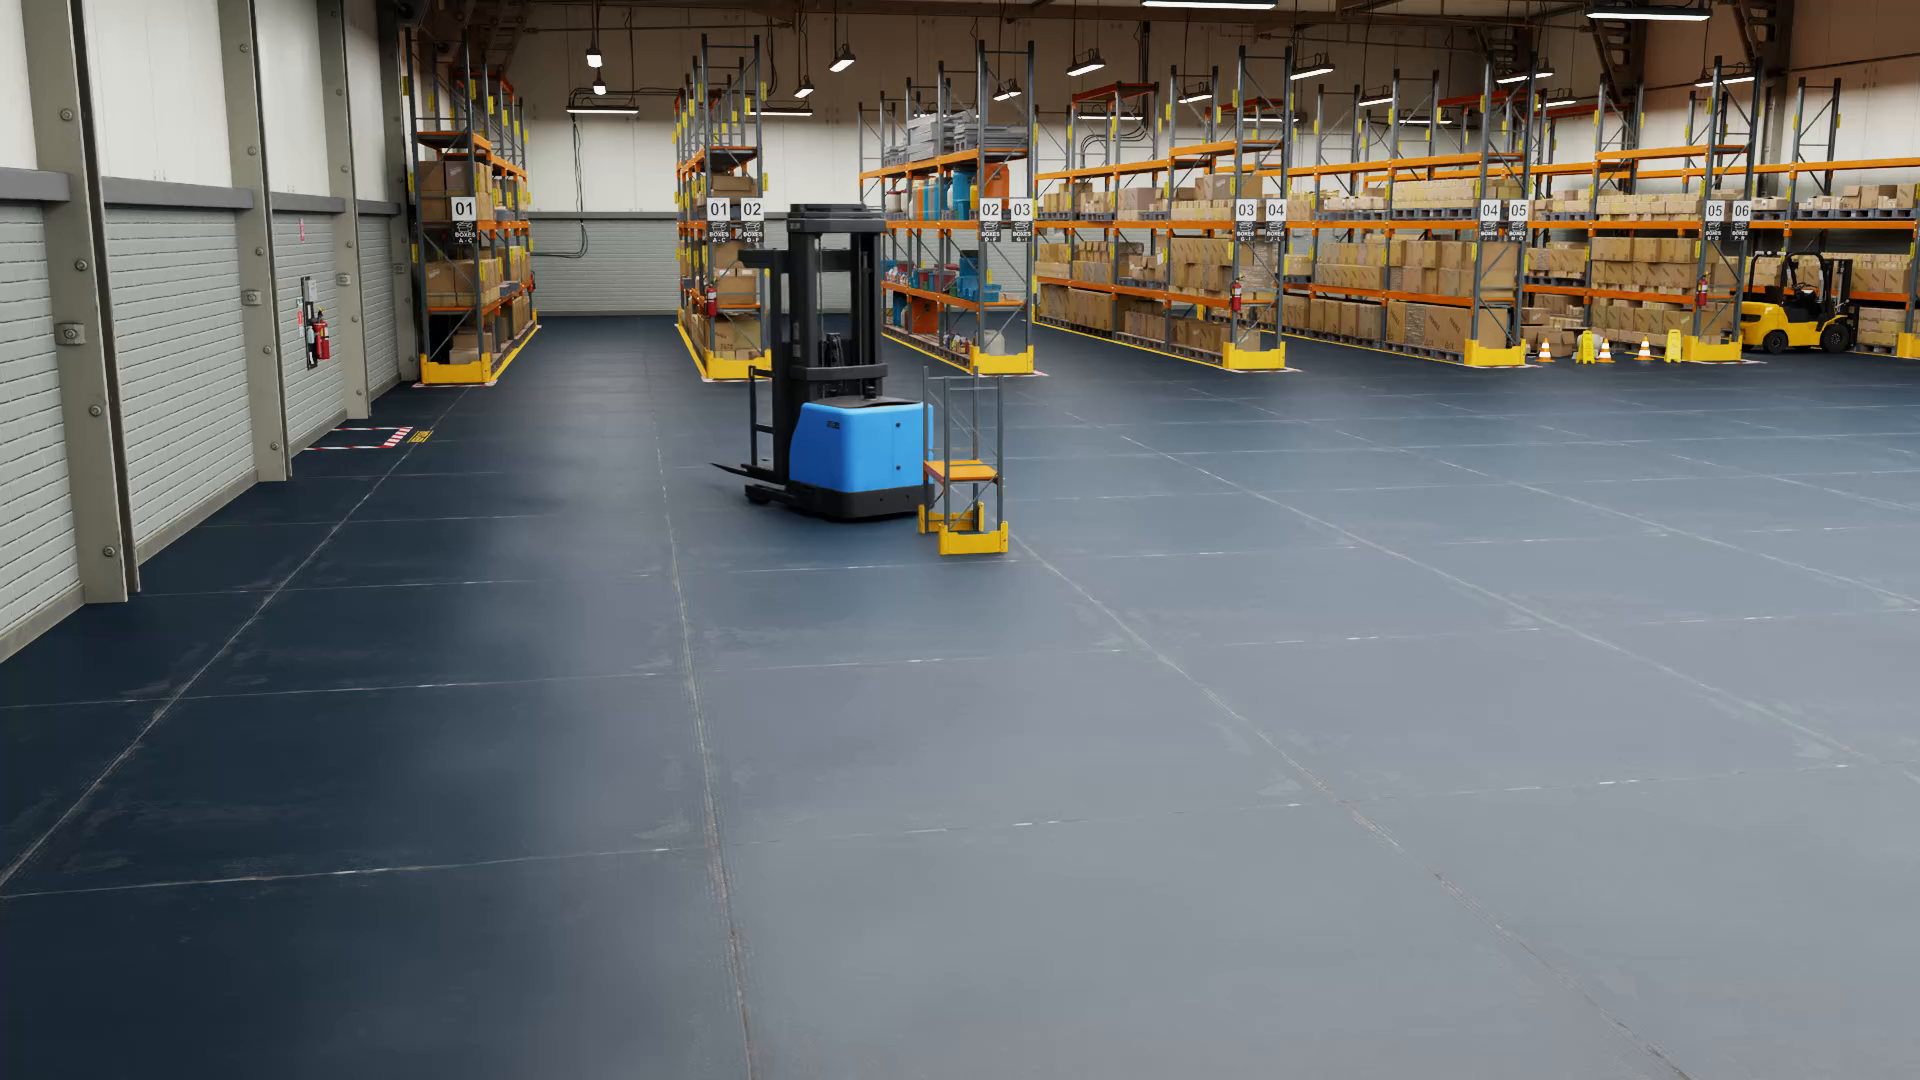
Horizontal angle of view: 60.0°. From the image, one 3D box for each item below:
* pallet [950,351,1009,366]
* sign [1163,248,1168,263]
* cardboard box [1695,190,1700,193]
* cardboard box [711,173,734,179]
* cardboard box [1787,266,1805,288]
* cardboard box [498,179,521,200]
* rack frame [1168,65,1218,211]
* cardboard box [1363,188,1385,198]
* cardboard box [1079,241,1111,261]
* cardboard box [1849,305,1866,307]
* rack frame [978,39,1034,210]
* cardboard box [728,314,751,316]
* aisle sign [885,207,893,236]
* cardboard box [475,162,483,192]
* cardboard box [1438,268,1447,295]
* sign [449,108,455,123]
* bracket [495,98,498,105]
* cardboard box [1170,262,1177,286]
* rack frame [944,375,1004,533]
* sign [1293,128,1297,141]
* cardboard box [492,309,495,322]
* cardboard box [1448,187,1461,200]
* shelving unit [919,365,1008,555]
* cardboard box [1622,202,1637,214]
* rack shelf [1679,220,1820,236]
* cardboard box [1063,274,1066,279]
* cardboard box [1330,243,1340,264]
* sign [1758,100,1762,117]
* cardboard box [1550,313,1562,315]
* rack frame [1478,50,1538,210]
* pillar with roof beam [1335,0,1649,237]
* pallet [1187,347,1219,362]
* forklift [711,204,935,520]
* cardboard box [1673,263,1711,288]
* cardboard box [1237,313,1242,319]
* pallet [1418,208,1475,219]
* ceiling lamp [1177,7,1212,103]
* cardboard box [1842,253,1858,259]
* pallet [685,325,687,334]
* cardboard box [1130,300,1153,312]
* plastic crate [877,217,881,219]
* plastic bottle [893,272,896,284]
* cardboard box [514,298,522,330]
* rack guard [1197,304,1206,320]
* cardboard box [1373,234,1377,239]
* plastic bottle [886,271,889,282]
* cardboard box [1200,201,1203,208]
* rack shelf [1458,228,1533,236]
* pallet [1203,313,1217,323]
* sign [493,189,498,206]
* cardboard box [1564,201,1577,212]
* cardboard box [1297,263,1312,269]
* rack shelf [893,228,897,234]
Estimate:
[{"bbox_3d":[0.393,-3.627,33.188,1.003,0.211,1.213,-2,11,-11],"label":"pallet"},{"bbox_3d":[4.377,-6.074,35.489,0.100,0.325,0.005,-2,11,-11],"label":"sign"},{"bbox_3d":[18.634,-8.438,41.324,0.500,0.500,0.500,-2,11,-11],"label":"cardboard box"},{"bbox_3d":[-4.878,-7.256,34.044,0.500,0.500,0.500,-2,11,-10],"label":"cardboard box"},{"bbox_3d":[19.340,-6.026,38.066,0.500,0.500,0.500,-2,11,-13],"label":"cardboard box"},{"bbox_3d":[-11.075,-8.617,40.932,0.500,0.500,0.500,-2,11,-12],"label":"cardboard box"},{"bbox_3d":[4.921,-8.473,35.146,1.000,3.000,0.127,-2,11,-11],"label":"rack frame"},{"bbox_3d":[9.640,-7.891,38.452,0.500,0.500,0.500,-2,11,-11],"label":"cardboard box"},{"bbox_3d":[3.497,-7.418,42.699,0.797,0.503,0.637,-2,11,-12],"label":"cardboard box"},{"bbox_3d":[19.588,-5.033,36.672,0.500,0.250,0.500,-2,11,-12],"label":"cardboard box"},{"bbox_3d":[0.840,-7.559,30.345,1.000,3.000,0.127,-2,11,-11],"label":"rack frame"},{"bbox_3d":[-4.407,-4.221,33.077,0.500,0.500,0.500,-2,11,-11],"label":"cardboard box"},{"bbox_3d":[-1.998,-8.848,46.206,0.394,0.787,0.004,-2,11,-11],"label":"aisle sign"},{"bbox_3d":[-8.762,-6.449,29.539,0.500,0.500,0.500,-2,11,-12],"label":"cardboard box"},{"bbox_3d":[10.353,-5.302,34.127,0.875,0.550,0.550,-2,11,-11],"label":"cardboard box"},{"bbox_3d":[-10.977,-9.182,35.950,0.100,0.325,0.005,-2,11,-11],"label":"sign"},{"bbox_3d":[-13.556,-12.889,48.722,0.235,0.232,0.430,-2,11,-11],"label":"bracket"},{"bbox_3d":[4.948,-5.636,35.225,0.875,0.500,0.500,-2,11,-11],"label":"cardboard box"},{"bbox_3d":[0.115,-0.628,13.984,0.500,1.500,0.032,-2,11,-11],"label":"rack frame"},{"bbox_3d":[8.793,-10.660,43.715,0.100,0.325,0.005,-2,11,-11],"label":"sign"},{"bbox_3d":[-10.088,-4.745,35.105,0.500,0.250,0.500,-2,11,-11],"label":"cardboard box"},{"bbox_3d":[10.118,-6.927,33.261,0.500,0.250,0.500,-2,11,-11],"label":"cardboard box"},{"bbox_3d":[0.015,-0.723,14.483,0.587,1.500,1.083,-2,11,-11],"label":"shelving unit"},{"bbox_3d":[14.653,-7.155,35.850,0.500,0.250,0.500,-2,11,-10],"label":"cardboard box"},{"bbox_3d":[19.121,-7.554,40.267,1.077,0.370,4.000,-2,11,-11],"label":"rack shelf"},{"bbox_3d":[2.934,-6.961,43.919,0.380,0.149,0.250,-2,11,-10],"label":"cardboard box"},{"bbox_3d":[9.205,-6.786,39.387,0.700,0.500,0.500,-2,11,-12],"label":"cardboard box"},{"bbox_3d":[15.952,-8.617,33.194,0.100,0.325,0.005,-2,11,-11],"label":"sign"},{"bbox_3d":[14.115,-5.296,40.406,0.950,0.372,0.625,-2,11,-12],"label":"cardboard box"},{"bbox_3d":[10.584,-7.901,32.142,1.000,3.000,0.127,-2,11,-11],"label":"rack frame"},{"bbox_3d":[14.480,-10.486,45.721,9.100,9.000,0.548,-2,11,-11],"label":"pillar with roof beam"},{"bbox_3d":[5.327,-3.810,34.149,1.003,0.211,1.213,-2,11,-11],"label":"pallet"},{"bbox_3d":[-1.509,-1.850,16.579,1.130,2.935,3.031,-8,13,-35],"label":"forklift"},{"bbox_3d":[15.044,-5.437,34.179,0.500,0.500,0.500,-2,11,-12],"label":"cardboard box"},{"bbox_3d":[7.756,-6.117,45.315,0.380,0.149,0.250,-2,11,-13],"label":"cardboard box"},{"bbox_3d":[10.188,-6.744,34.322,1.003,0.211,1.213,-2,11,-11],"label":"pallet"},{"bbox_3d":[6.230,-12.755,42.032,0.800,3.185,2.000,-2,11,-11],"label":"ceiling lamp"},{"bbox_3d":[19.675,-6.234,36.628,0.380,0.149,0.250,-2,11,-11],"label":"cardboard box"},{"bbox_3d":[-6.486,-5.390,42.450,1.003,0.211,1.213,-2,11,-11],"label":"pallet"},{"bbox_3d":[4.302,-5.494,39.044,0.500,0.250,0.500,-2,11,-9],"label":"cardboard box"},{"bbox_3d":[-1.872,-8.249,42.559,0.450,0.188,0.662,-2,11,-11],"label":"plastic crate"},{"bbox_3d":[-1.552,-6.441,40.847,0.152,0.276,0.135,-2,11,-11],"label":"plastic bottle"},{"bbox_3d":[-10.782,-5.326,39.281,0.750,0.750,0.750,-2,11,-9],"label":"cardboard box"},{"bbox_3d":[7.486,-6.647,48.281,1.175,0.500,0.348,-2,11,-11],"label":"rack guard"},{"bbox_3d":[12.164,-8.774,48.094,0.380,0.149,0.250,-2,11,-9],"label":"cardboard box"},{"bbox_3d":[-1.815,-6.649,41.917,0.061,0.283,0.133,-2,11,-11],"label":"plastic bottle"},{"bbox_3d":[5.056,-6.767,33.540,0.380,0.149,0.250,-2,11,-10],"label":"cardboard box"},{"bbox_3d":[13.475,-8.107,43.169,1.077,0.370,4.000,-2,11,-11],"label":"rack shelf"},{"bbox_3d":[7.610,-6.355,47.519,1.003,0.211,1.213,-2,11,-11],"label":"pallet"},{"bbox_3d":[-9.125,-6.734,32.650,0.100,0.325,0.005,-2,11,-11],"label":"sign"},{"bbox_3d":[14.292,-7.687,38.319,0.500,0.250,0.500,-2,11,-10],"label":"cardboard box"},{"bbox_3d":[8.485,-6.724,40.757,0.380,0.149,0.250,-2,11,-10],"label":"cardboard box"},{"bbox_3d":[-1.883,-8.300,44.184,1.077,0.370,4.000,-2,11,-11],"label":"rack shelf"}]
